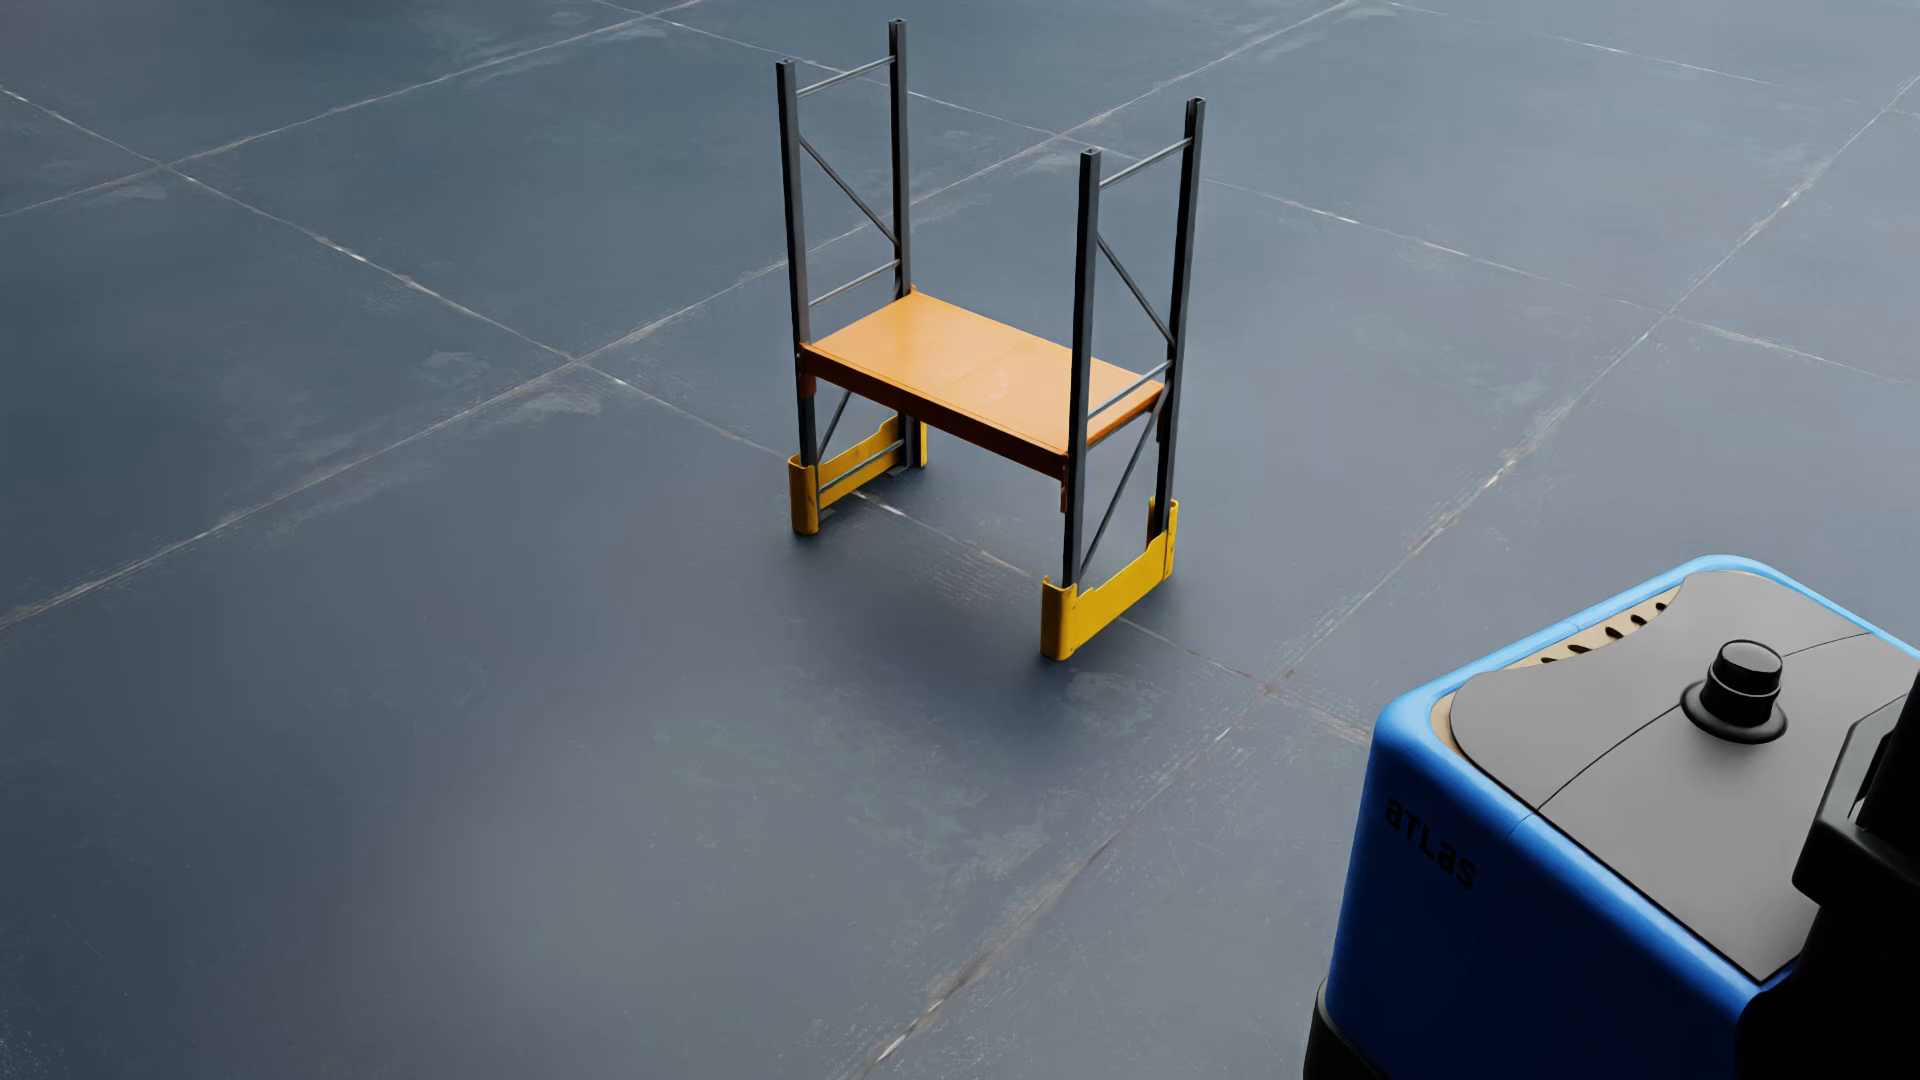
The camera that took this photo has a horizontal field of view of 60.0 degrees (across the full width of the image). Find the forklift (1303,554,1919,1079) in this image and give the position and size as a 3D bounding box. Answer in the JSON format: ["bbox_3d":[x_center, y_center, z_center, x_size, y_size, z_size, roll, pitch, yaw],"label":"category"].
[{"bbox_3d":[1.924,0.535,1.882,1.130,2.935,3.031,-19,39,-26],"label":"forklift"}]

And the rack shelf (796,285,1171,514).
[{"bbox_3d":[0.066,-0.439,4.882,1.000,0.185,0.538,25,42,32],"label":"rack shelf"}]

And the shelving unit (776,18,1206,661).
[{"bbox_3d":[0.059,-0.591,4.785,1.083,1.500,0.587,25,42,32],"label":"shelving unit"}]

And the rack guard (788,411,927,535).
[{"bbox_3d":[-0.324,-0.256,5.402,0.087,0.250,0.587,25,42,32],"label":"rack guard"}]

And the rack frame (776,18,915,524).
[{"bbox_3d":[-0.325,-0.771,5.049,0.032,1.500,0.500,25,42,32],"label":"rack frame"}]

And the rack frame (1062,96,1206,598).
[{"bbox_3d":[0.456,-0.403,4.512,0.032,1.500,0.500,25,42,32],"label":"rack frame"}]

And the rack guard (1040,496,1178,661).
[{"bbox_3d":[0.441,0.105,4.876,0.087,0.250,0.587,25,42,32],"label":"rack guard"}]
